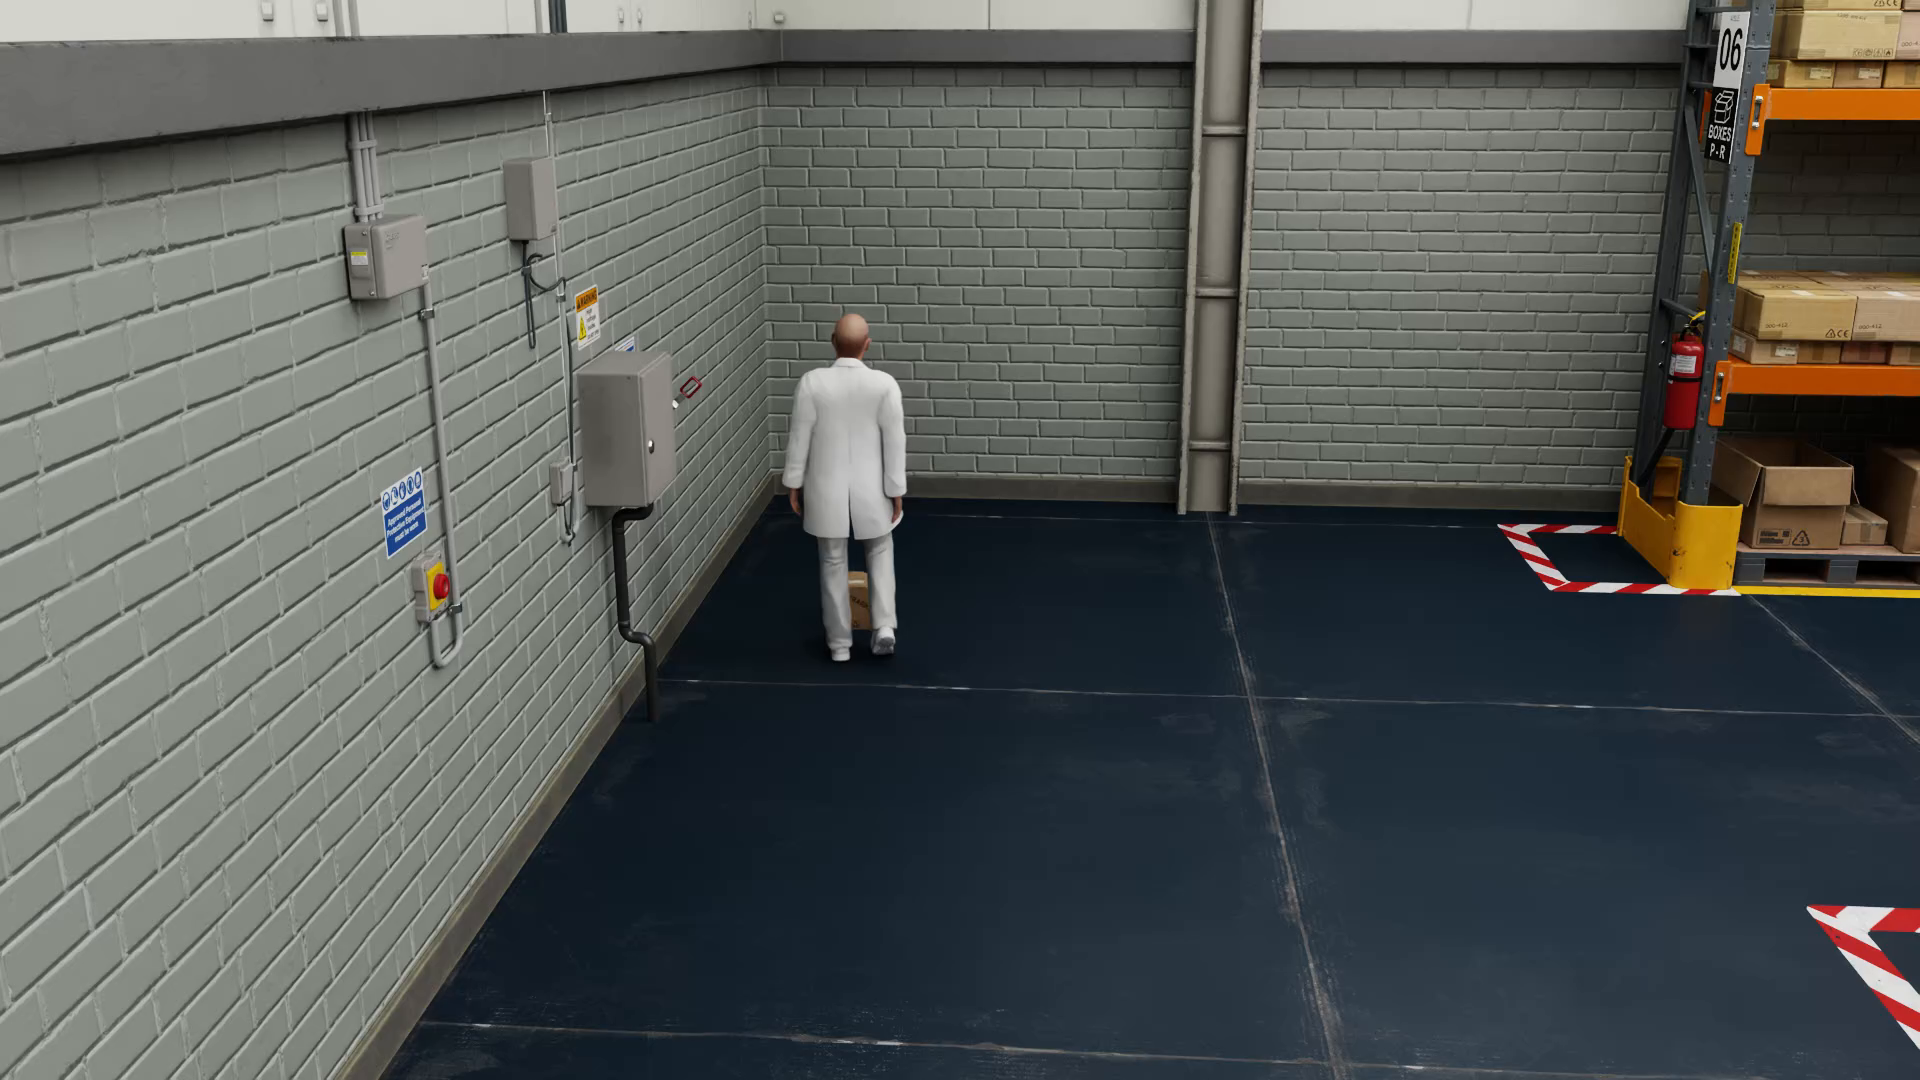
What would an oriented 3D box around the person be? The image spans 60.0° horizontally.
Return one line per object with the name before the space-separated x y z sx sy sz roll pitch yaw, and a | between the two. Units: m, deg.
person | -0.568 -0.280 8.457 0.605 1.781 0.578 1 17 5
